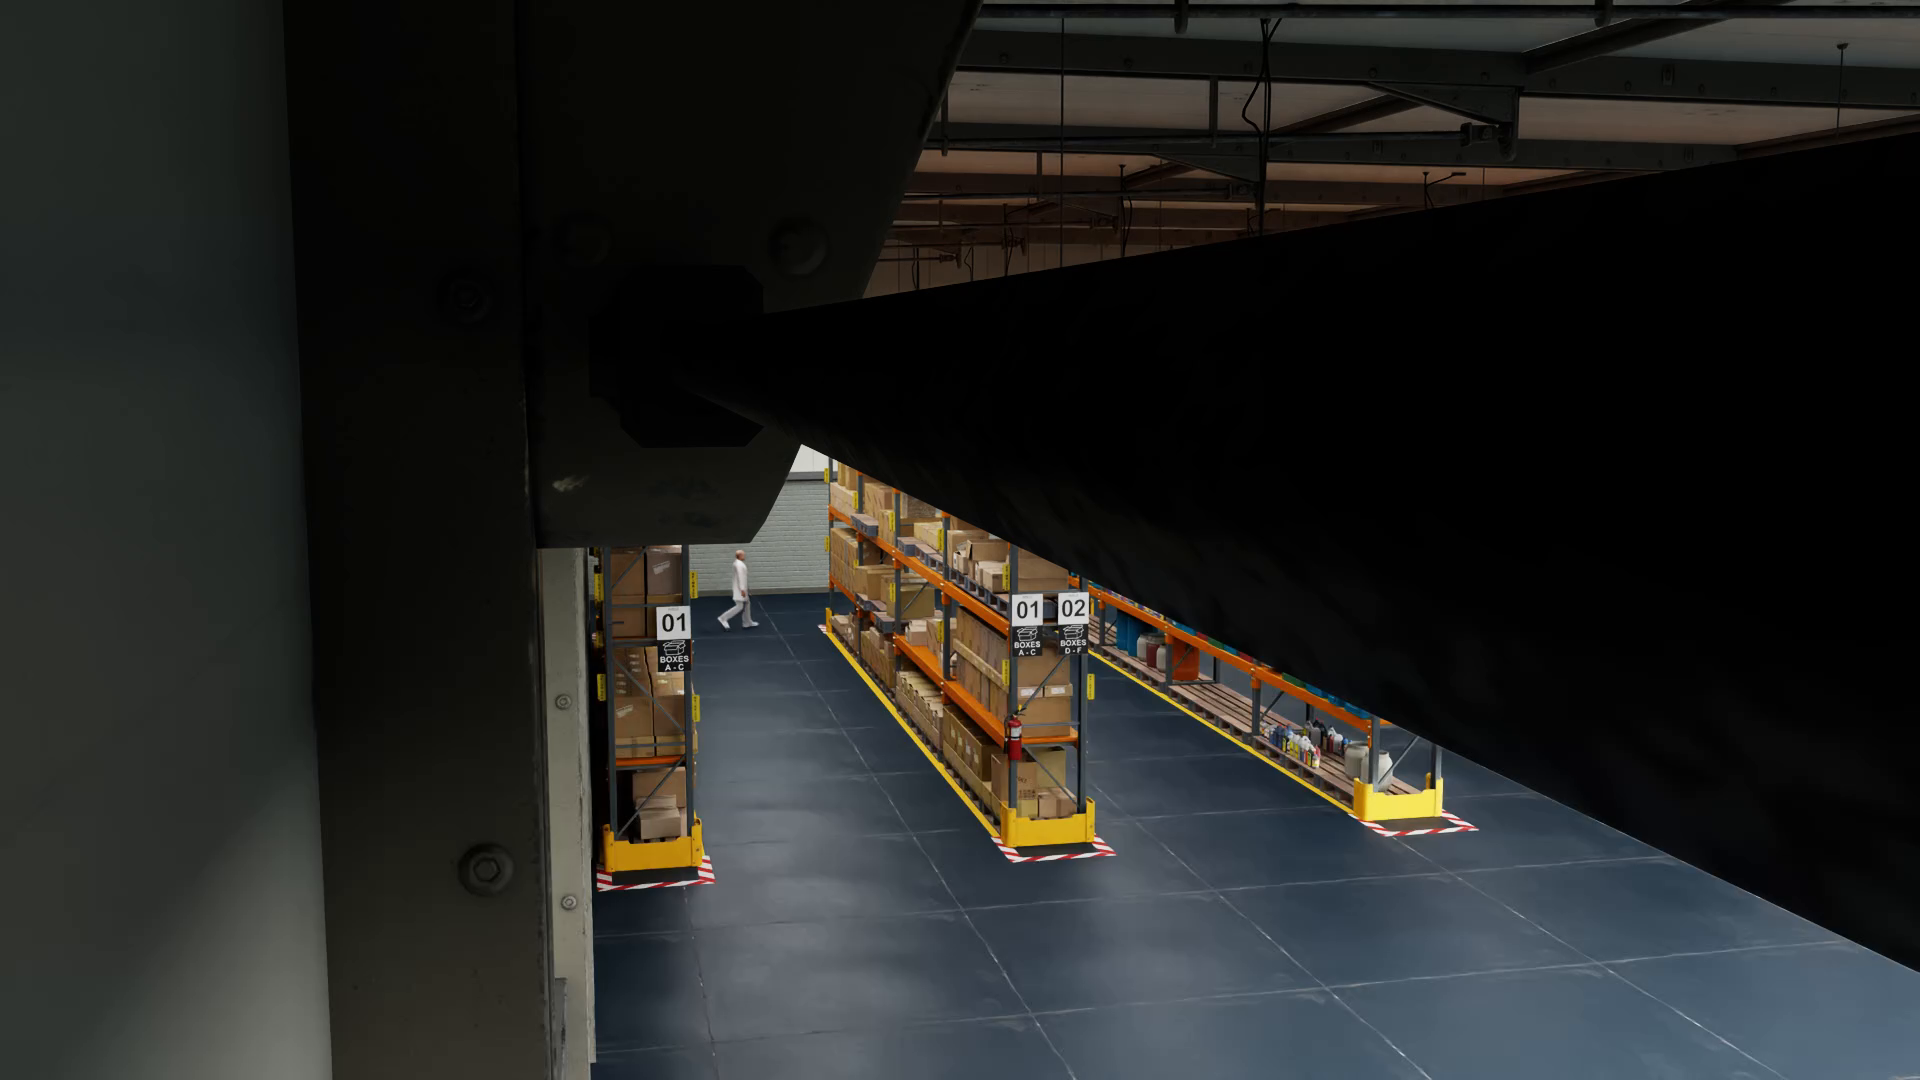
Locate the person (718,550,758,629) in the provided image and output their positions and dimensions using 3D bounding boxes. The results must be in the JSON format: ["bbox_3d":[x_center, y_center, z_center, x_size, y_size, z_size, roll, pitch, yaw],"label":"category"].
[{"bbox_3d":[-4.895,1.092,36.696,0.920,1.755,0.617,-2,7,-14],"label":"person"}]
